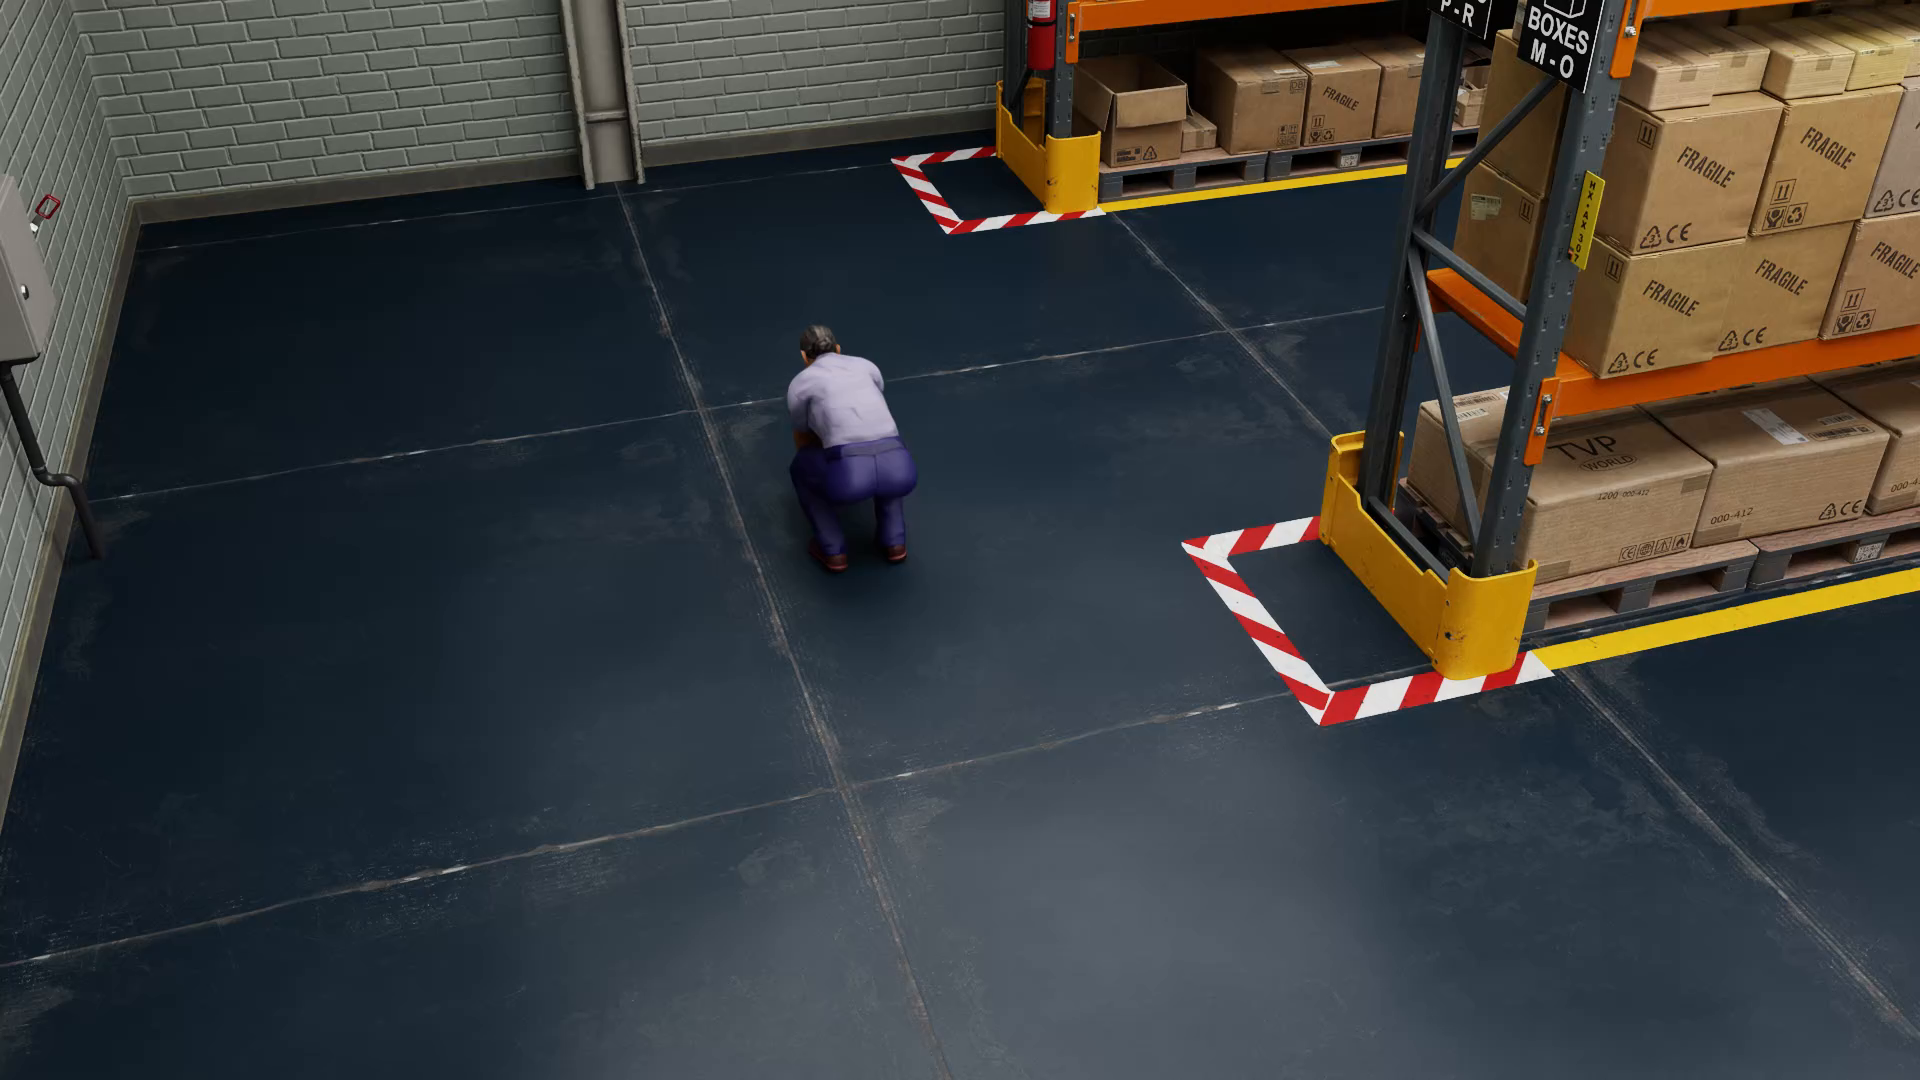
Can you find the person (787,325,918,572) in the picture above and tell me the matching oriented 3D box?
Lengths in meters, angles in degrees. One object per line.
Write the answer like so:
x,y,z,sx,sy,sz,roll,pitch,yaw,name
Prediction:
-0.498,-0.398,7.387,0.511,0.937,0.860,-11,36,-16,person
